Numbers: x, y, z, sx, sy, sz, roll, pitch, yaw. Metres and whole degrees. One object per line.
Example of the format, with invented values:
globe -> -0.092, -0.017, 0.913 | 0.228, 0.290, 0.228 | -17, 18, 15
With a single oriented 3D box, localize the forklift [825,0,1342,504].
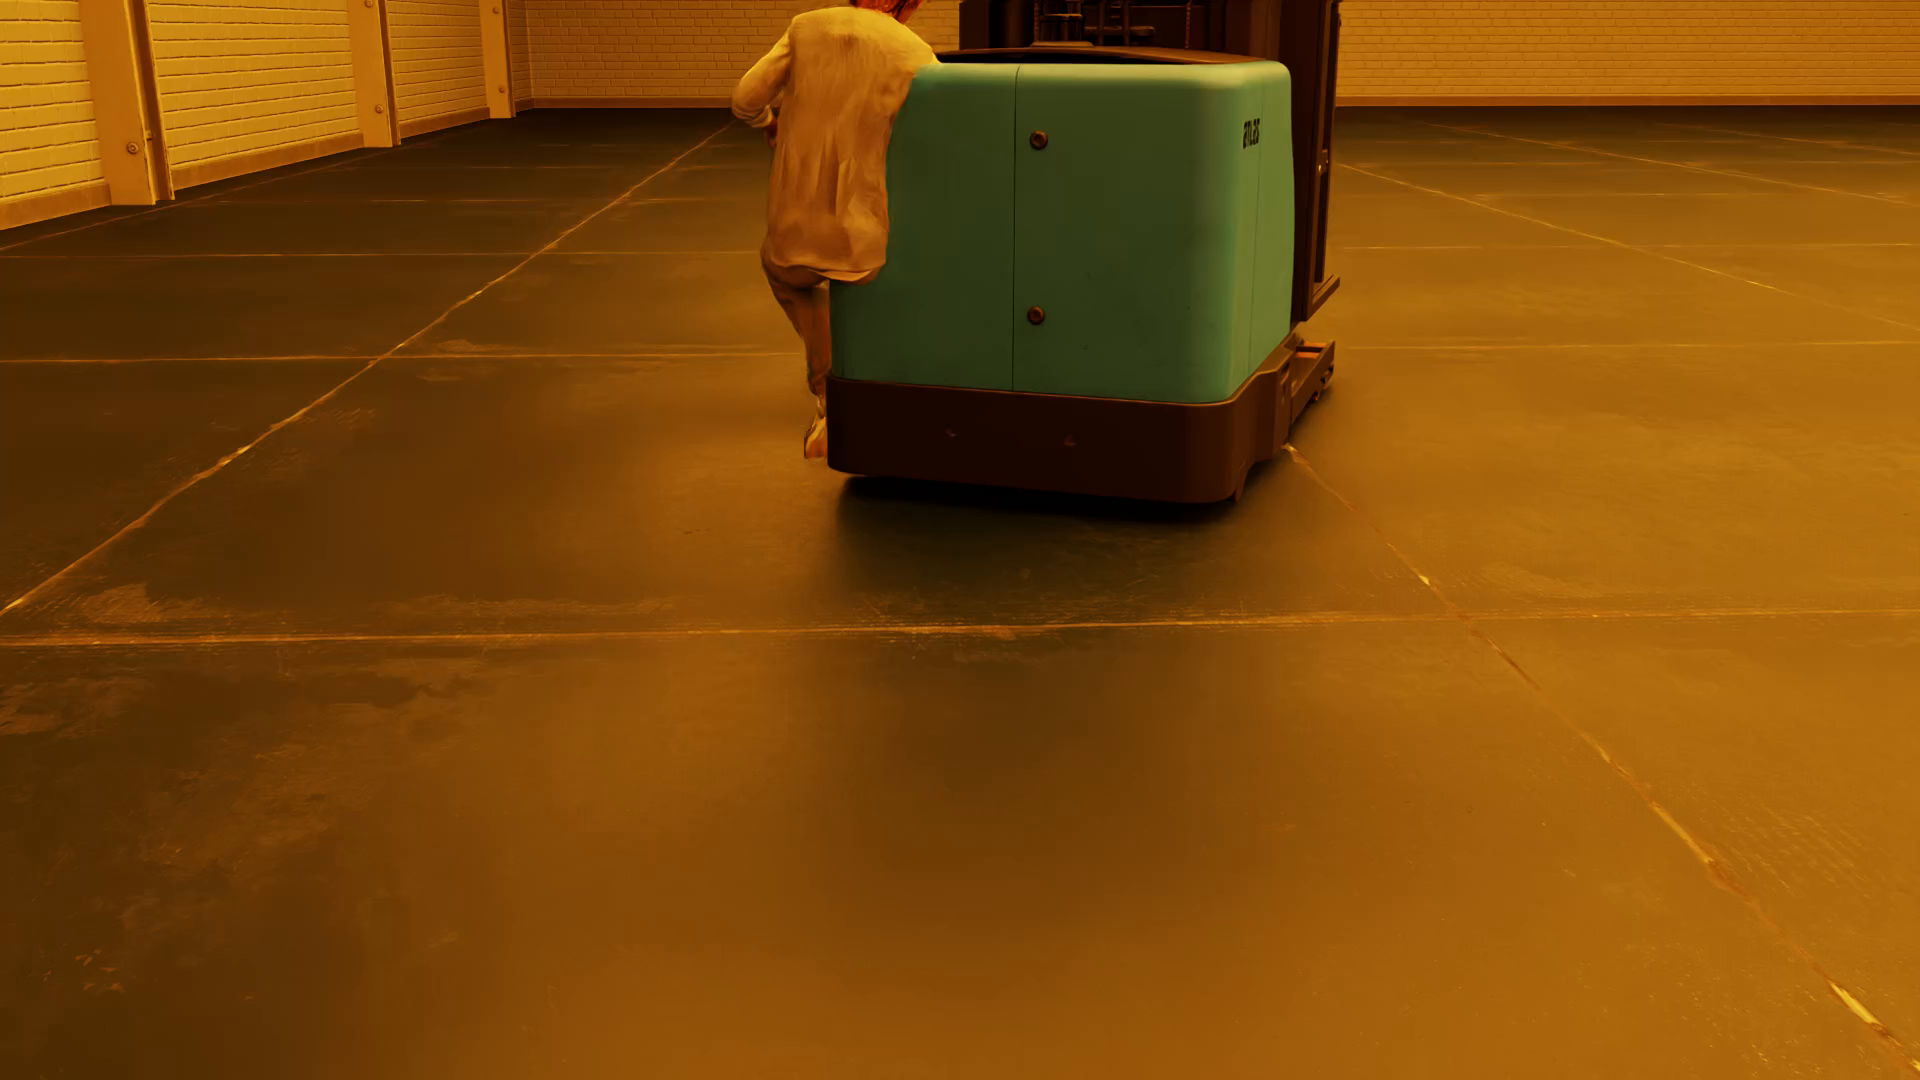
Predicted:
forklift -> 0.620, -1.879, 5.049 | 1.130, 2.935, 3.031 | 6, 18, 18

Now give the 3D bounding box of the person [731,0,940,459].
person -> -0.182, -0.858, 4.275 | 0.805, 1.334, 0.706 | 5, 18, 17
